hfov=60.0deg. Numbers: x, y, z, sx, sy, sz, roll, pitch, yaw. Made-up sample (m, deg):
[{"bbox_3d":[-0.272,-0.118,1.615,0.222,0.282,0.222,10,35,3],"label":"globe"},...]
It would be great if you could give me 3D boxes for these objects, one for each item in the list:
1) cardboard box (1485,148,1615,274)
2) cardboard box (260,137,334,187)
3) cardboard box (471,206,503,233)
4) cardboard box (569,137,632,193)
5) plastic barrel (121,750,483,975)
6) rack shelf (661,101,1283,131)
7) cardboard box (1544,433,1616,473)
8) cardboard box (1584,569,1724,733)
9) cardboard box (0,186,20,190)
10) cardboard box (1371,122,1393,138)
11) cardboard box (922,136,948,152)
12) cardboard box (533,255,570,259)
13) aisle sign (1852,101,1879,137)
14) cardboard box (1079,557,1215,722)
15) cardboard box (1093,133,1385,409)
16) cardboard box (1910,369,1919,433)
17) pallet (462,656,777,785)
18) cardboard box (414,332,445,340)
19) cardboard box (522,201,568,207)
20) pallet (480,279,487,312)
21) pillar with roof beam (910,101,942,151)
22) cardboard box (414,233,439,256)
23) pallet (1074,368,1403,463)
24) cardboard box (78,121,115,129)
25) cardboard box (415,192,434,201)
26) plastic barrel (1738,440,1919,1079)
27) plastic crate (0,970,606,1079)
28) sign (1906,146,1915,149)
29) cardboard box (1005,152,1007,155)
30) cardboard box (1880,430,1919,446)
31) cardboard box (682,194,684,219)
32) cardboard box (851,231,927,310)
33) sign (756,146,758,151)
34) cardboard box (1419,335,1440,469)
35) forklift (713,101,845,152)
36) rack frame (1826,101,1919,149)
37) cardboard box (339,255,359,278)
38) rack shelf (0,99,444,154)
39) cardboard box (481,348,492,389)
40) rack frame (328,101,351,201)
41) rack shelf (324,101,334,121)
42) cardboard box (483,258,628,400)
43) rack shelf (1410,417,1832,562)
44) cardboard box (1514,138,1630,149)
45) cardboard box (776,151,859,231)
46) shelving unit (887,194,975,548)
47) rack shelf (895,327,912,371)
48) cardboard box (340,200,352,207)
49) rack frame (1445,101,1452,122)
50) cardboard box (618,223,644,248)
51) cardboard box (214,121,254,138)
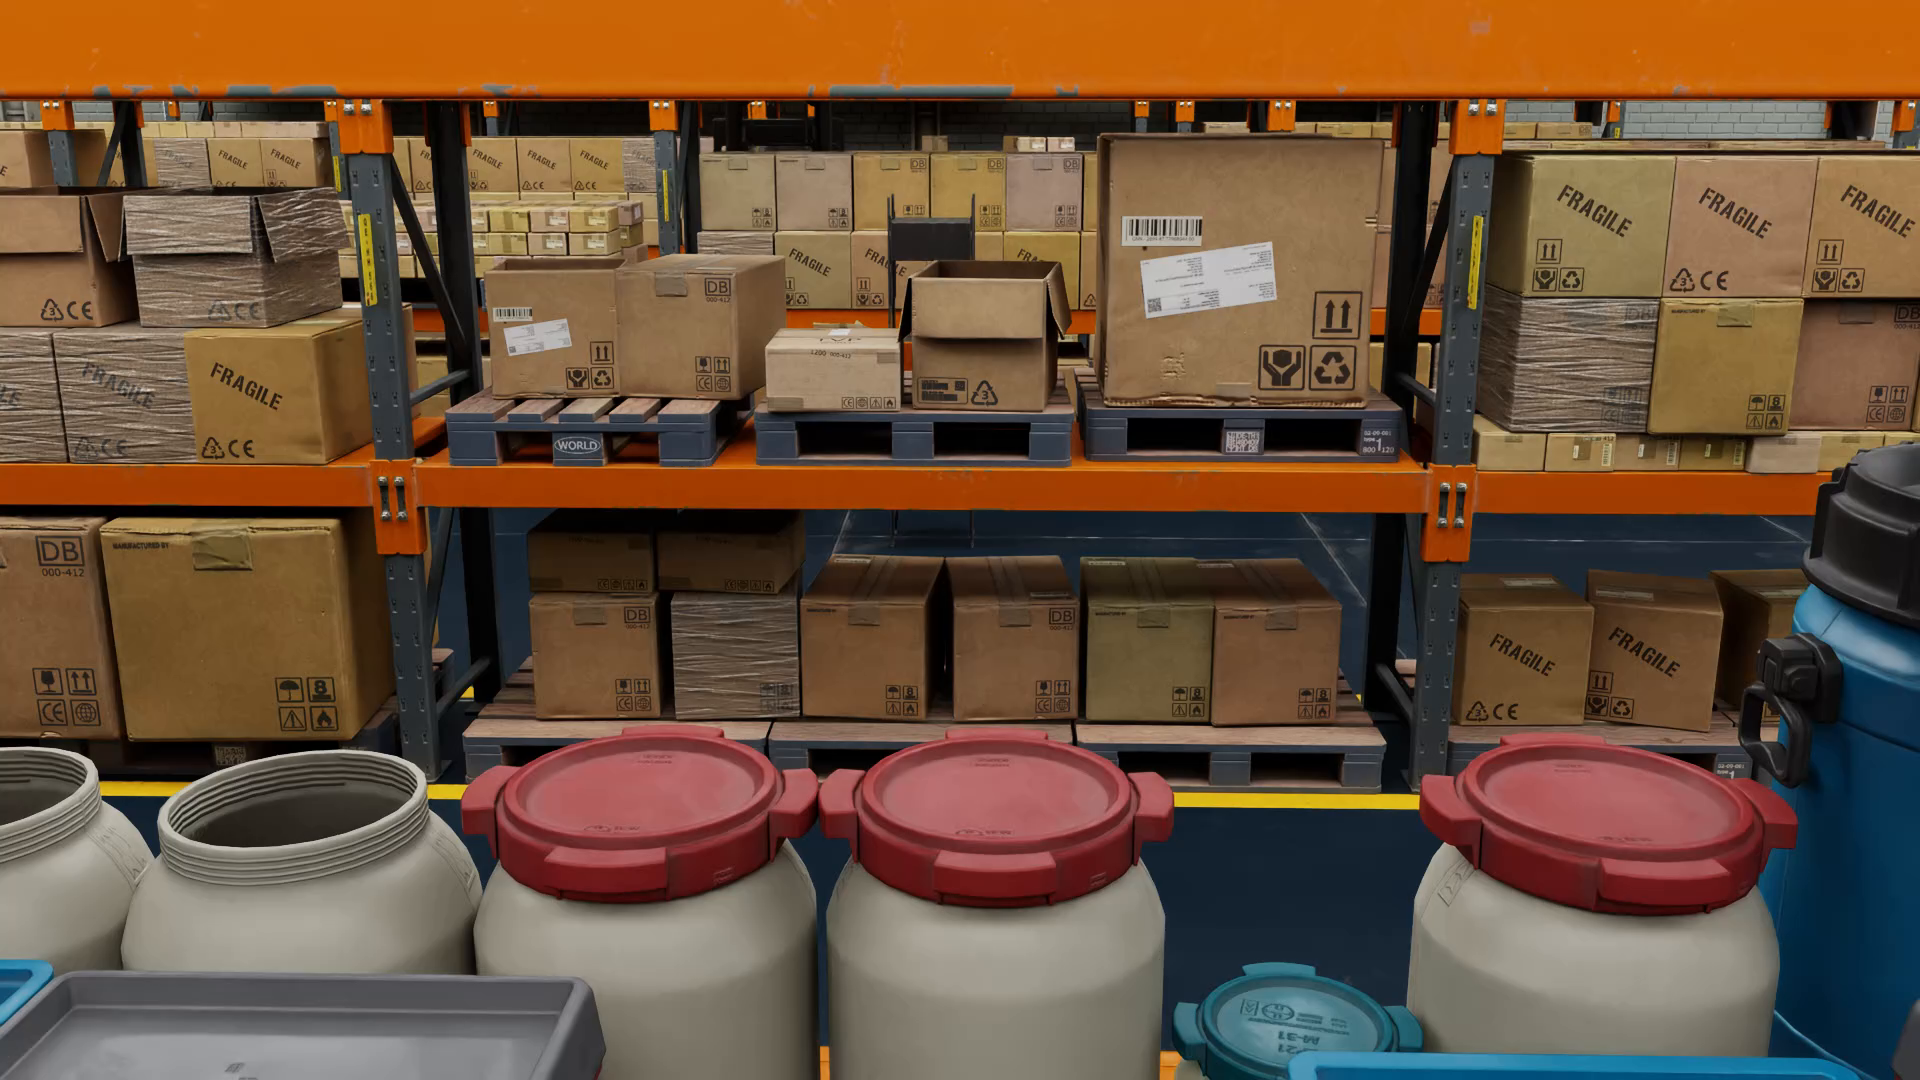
[{"bbox_3d":[2.311,-1.318,6.716,0.500,0.500,0.500,0,15,1],"label":"cardboard box"},{"bbox_3d":[-6.369,-3.619,16.020,0.500,0.500,0.500,0,15,1],"label":"cardboard box"},{"bbox_3d":[-3.198,-2.125,11.019,0.250,0.149,0.380,1,15,3],"label":"cardboard box"},{"bbox_3d":[-3.424,-3.603,15.960,0.500,0.500,0.500,0,15,1],"label":"cardboard box"},{"bbox_3d":[-0.816,0.563,2.107,0.421,0.512,0.421,0,15,0],"label":"plastic barrel"},{"bbox_3d":[0.083,-2.955,11.190,4.000,0.370,1.077,0,15,1],"label":"rack shelf"},{"bbox_3d":[2.311,-0.370,6.356,0.250,0.149,0.380,0,15,1],"label":"cardboard box"},{"bbox_3d":[2.826,0.445,6.849,0.500,0.500,0.500,5,16,19],"label":"cardboard box"},{"bbox_3d":[-4.197,-1.151,6.660,0.637,0.503,0.797,1,15,3],"label":"cardboard box"},{"bbox_3d":[4.077,-3.720,15.822,0.500,0.500,0.700,0,15,1],"label":"cardboard box"},{"bbox_3d":[-0.248,-3.898,16.362,0.250,0.149,0.380,0,15,-1],"label":"cardboard box"},{"bbox_3d":[-2.670,-1.835,11.084,0.250,0.149,0.380,0,15,1],"label":"cardboard box"},{"bbox_3d":[6.159,-3.146,11.289,0.004,0.787,0.394,0,15,1],"label":"aisle sign"},{"bbox_3d":[0.765,0.404,6.968,0.500,0.500,0.700,0,15,1],"label":"cardboard box"},{"bbox_3d":[1.064,-1.109,6.664,1.000,1.000,1.000,0,15,2],"label":"cardboard box"},{"bbox_3d":[3.803,-0.745,6.504,0.500,0.500,0.875,0,15,1],"label":"cardboard box"},{"bbox_3d":[-1.363,0.753,7.073,1.213,0.211,1.003,0,15,1],"label":"pallet"},{"bbox_3d":[-5.268,-2.346,16.695,0.875,0.875,0.875,1,15,3],"label":"cardboard box"},{"bbox_3d":[-2.887,-2.291,11.645,0.250,0.149,0.380,0,15,1],"label":"cardboard box"},{"bbox_3d":[-2.632,-1.750,11.469,1.003,0.211,1.213,0,15,1],"label":"pallet"},{"bbox_3d":[-0.552,-6.418,17.027,0.400,9.000,9.100,0,15,1],"label":"pillar with roof beam"},{"bbox_3d":[-3.451,-1.984,11.066,0.250,0.149,0.380,0,15,1],"label":"cardboard box"},{"bbox_3d":[1.094,-0.524,6.823,1.213,0.211,1.003,0,15,1],"label":"pallet"},{"bbox_3d":[-8.244,-3.941,15.969,0.250,0.149,0.380,1,15,2],"label":"cardboard box"},{"bbox_3d":[-4.935,-3.253,16.102,0.500,0.250,0.500,1,15,2],"label":"cardboard box"},{"bbox_3d":[1.349,0.366,2.090,0.708,0.901,0.600,0,15,1],"label":"plastic barrel"},{"bbox_3d":[-0.663,0.720,1.607,0.583,0.464,0.402,0,15,1],"label":"plastic crate"},{"bbox_3d":[6.053,-2.349,10.630,0.005,0.325,0.100,0,15,1],"label":"sign"},{"bbox_3d":[0.628,-3.450,15.933,0.500,0.500,0.500,1,15,3],"label":"cardboard box"},{"bbox_3d":[3.562,-0.369,6.351,0.250,0.149,0.380,0,15,1],"label":"cardboard box"},{"bbox_3d":[-2.382,-3.236,16.039,0.500,0.250,0.500,0,15,1],"label":"cardboard box"},{"bbox_3d":[-0.462,-1.836,11.222,0.500,0.500,0.500,0,15,1],"label":"cardboard box"},{"bbox_3d":[-1.902,-3.547,15.633,0.005,0.325,0.100,0,15,1],"label":"sign"},{"bbox_3d":[3.610,-0.988,11.547,0.875,0.875,0.875,0,15,2],"label":"cardboard box"},{"bbox_3d":[-1.534,-2.570,14.337,1.130,2.935,3.031,-2,15,-6],"label":"forklift"},{"bbox_3d":[6.081,-1.813,11.332,0.127,3.000,1.000,0,15,1],"label":"rack frame"},{"bbox_3d":[-3.976,-1.843,11.116,0.250,0.149,0.380,0,15,-1],"label":"cardboard box"},{"bbox_3d":[-4.144,-1.717,6.497,4.000,0.370,1.077,0,15,1],"label":"rack shelf"},{"bbox_3d":[-3.112,-1.160,11.465,0.500,0.250,0.500,1,15,2],"label":"cardboard box"},{"bbox_3d":[-5.890,-3.154,16.416,0.127,3.000,1.000,0,15,1],"label":"rack frame"},{"bbox_3d":[-7.889,-4.270,16.174,4.000,0.370,1.077,0,15,1],"label":"rack shelf"},{"bbox_3d":[-1.603,-0.859,6.697,0.500,0.500,0.500,-1,15,-5],"label":"cardboard box"},{"bbox_3d":[3.854,-0.214,6.682,4.000,0.370,1.077,0,15,1],"label":"rack shelf"},{"bbox_3d":[4.069,-2.409,11.179,0.500,0.550,0.875,0,15,1],"label":"cardboard box"},{"bbox_3d":[-0.962,-2.389,11.358,0.500,0.500,0.700,0,15,1],"label":"cardboard box"},{"bbox_3d":[-0.165,-1.016,10.076,0.503,2.100,0.431,0,15,1],"label":"shelving unit"},{"bbox_3d":[-0.165,-1.003,10.080,0.480,0.518,0.431,0,15,1],"label":"rack shelf"},{"bbox_3d":[-4.206,-2.299,11.677,0.250,0.149,0.380,0,15,-1],"label":"cardboard box"},{"bbox_3d":[6.229,-4.342,20.917,0.127,3.000,1.000,0,15,1],"label":"rack frame"},{"bbox_3d":[-2.394,-2.145,11.676,0.250,0.149,0.380,1,15,4],"label":"cardboard box"},{"bbox_3d":[-6.969,-3.951,16.009,0.250,0.149,0.380,0,15,1],"label":"cardboard box"}]
